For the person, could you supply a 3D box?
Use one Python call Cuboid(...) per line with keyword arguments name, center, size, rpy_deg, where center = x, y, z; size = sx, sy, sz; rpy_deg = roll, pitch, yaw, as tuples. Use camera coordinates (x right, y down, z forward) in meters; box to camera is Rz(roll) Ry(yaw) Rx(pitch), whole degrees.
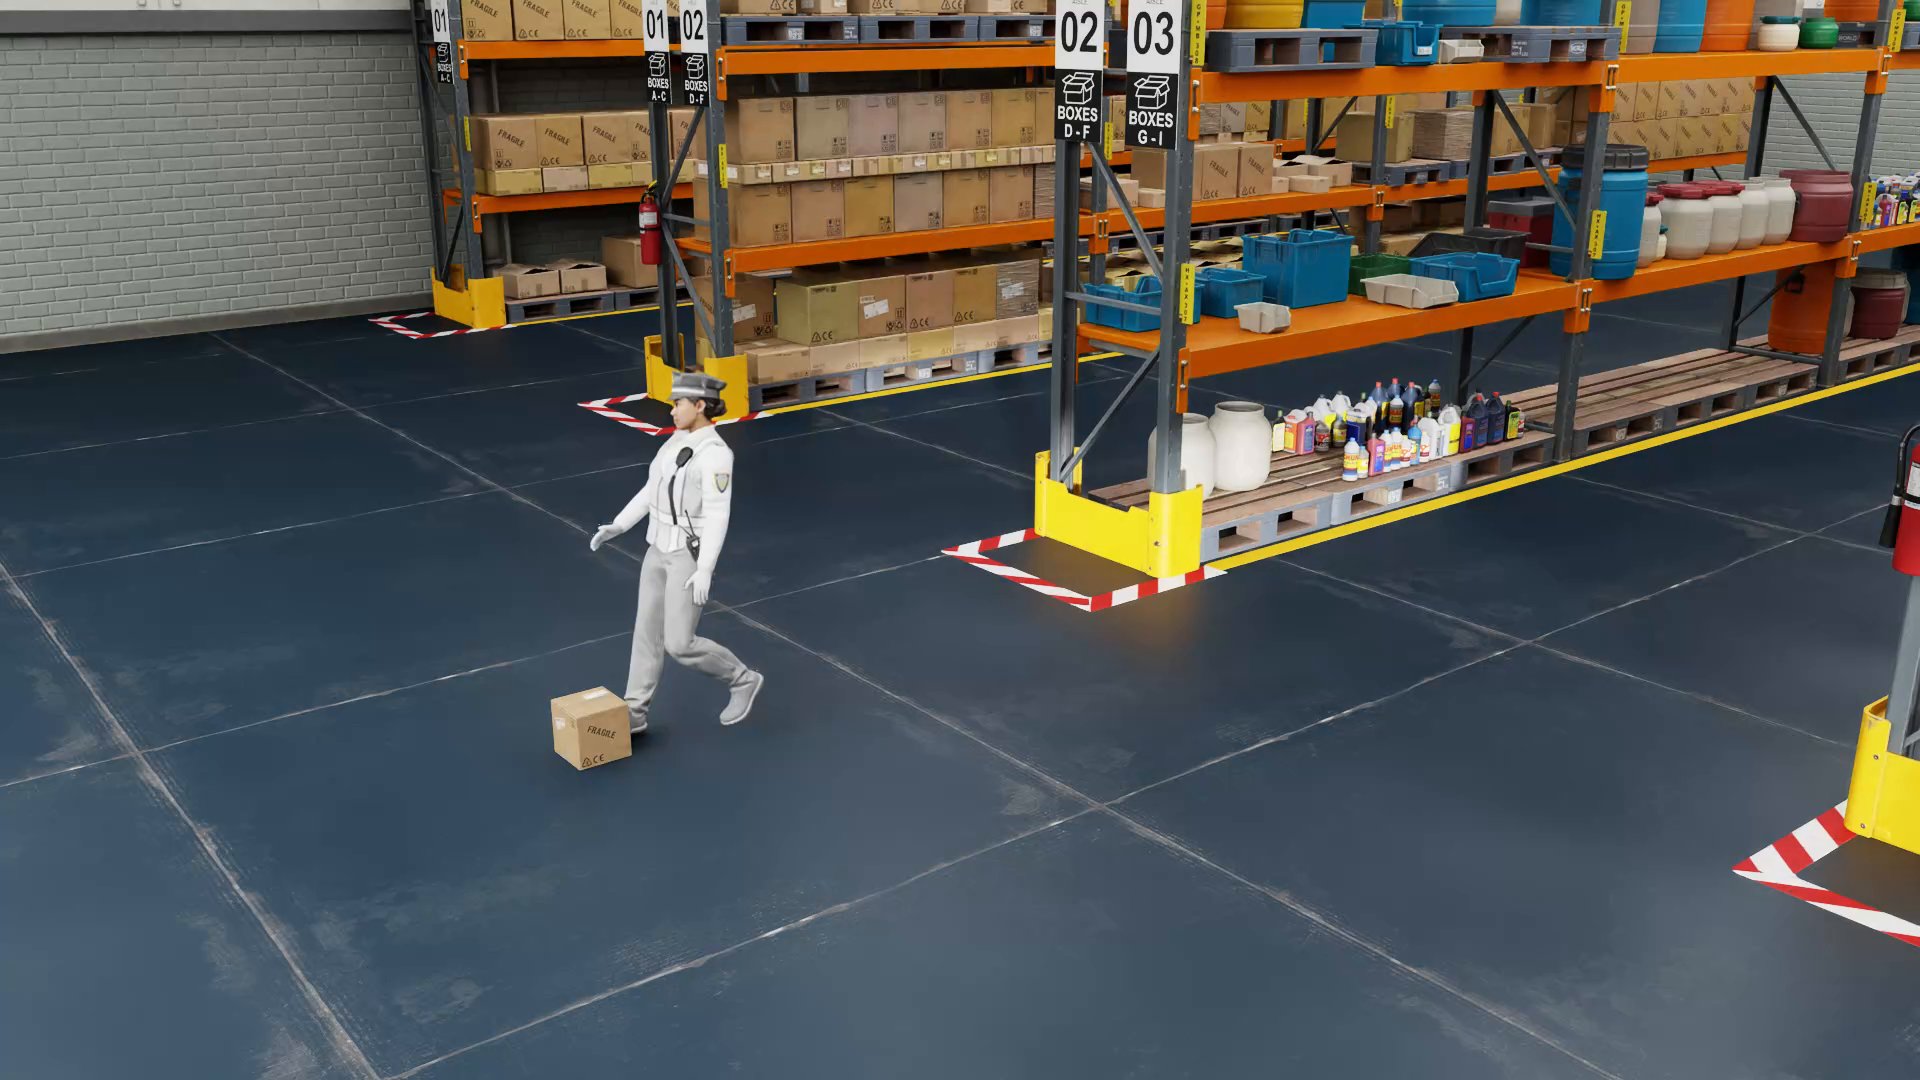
Cuboid(name="person", center=(-1.303, 0.075, 7.317), size=(0.793, 1.622, 0.554), rpy_deg=(-11, 21, -31))
